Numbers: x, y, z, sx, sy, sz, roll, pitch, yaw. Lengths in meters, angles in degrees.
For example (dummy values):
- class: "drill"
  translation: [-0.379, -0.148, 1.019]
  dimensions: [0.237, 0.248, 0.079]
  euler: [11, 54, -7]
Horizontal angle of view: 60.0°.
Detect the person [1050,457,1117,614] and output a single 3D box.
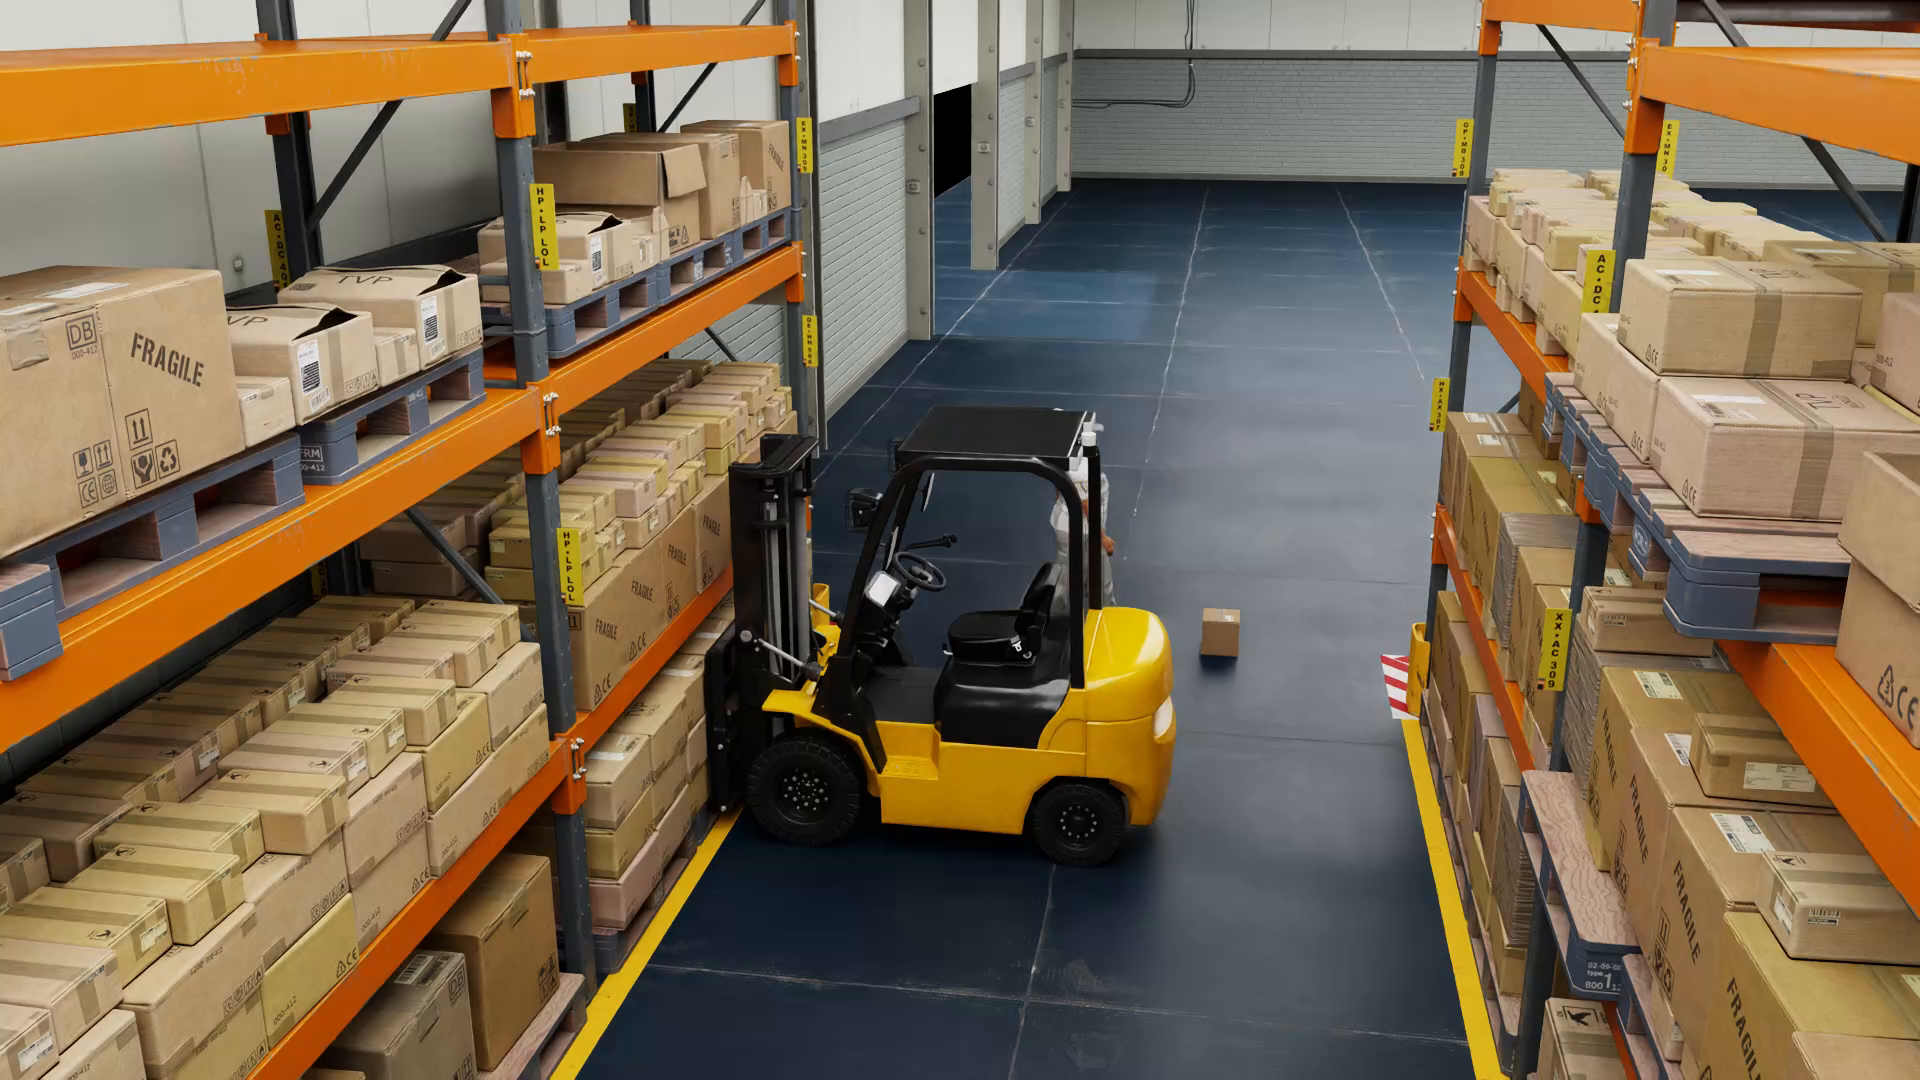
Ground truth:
- class: "person"
  translation: [0.787, 0.019, 11.290]
  dimensions: [0.736, 1.340, 0.425]
  euler: [-2, 18, -5]
